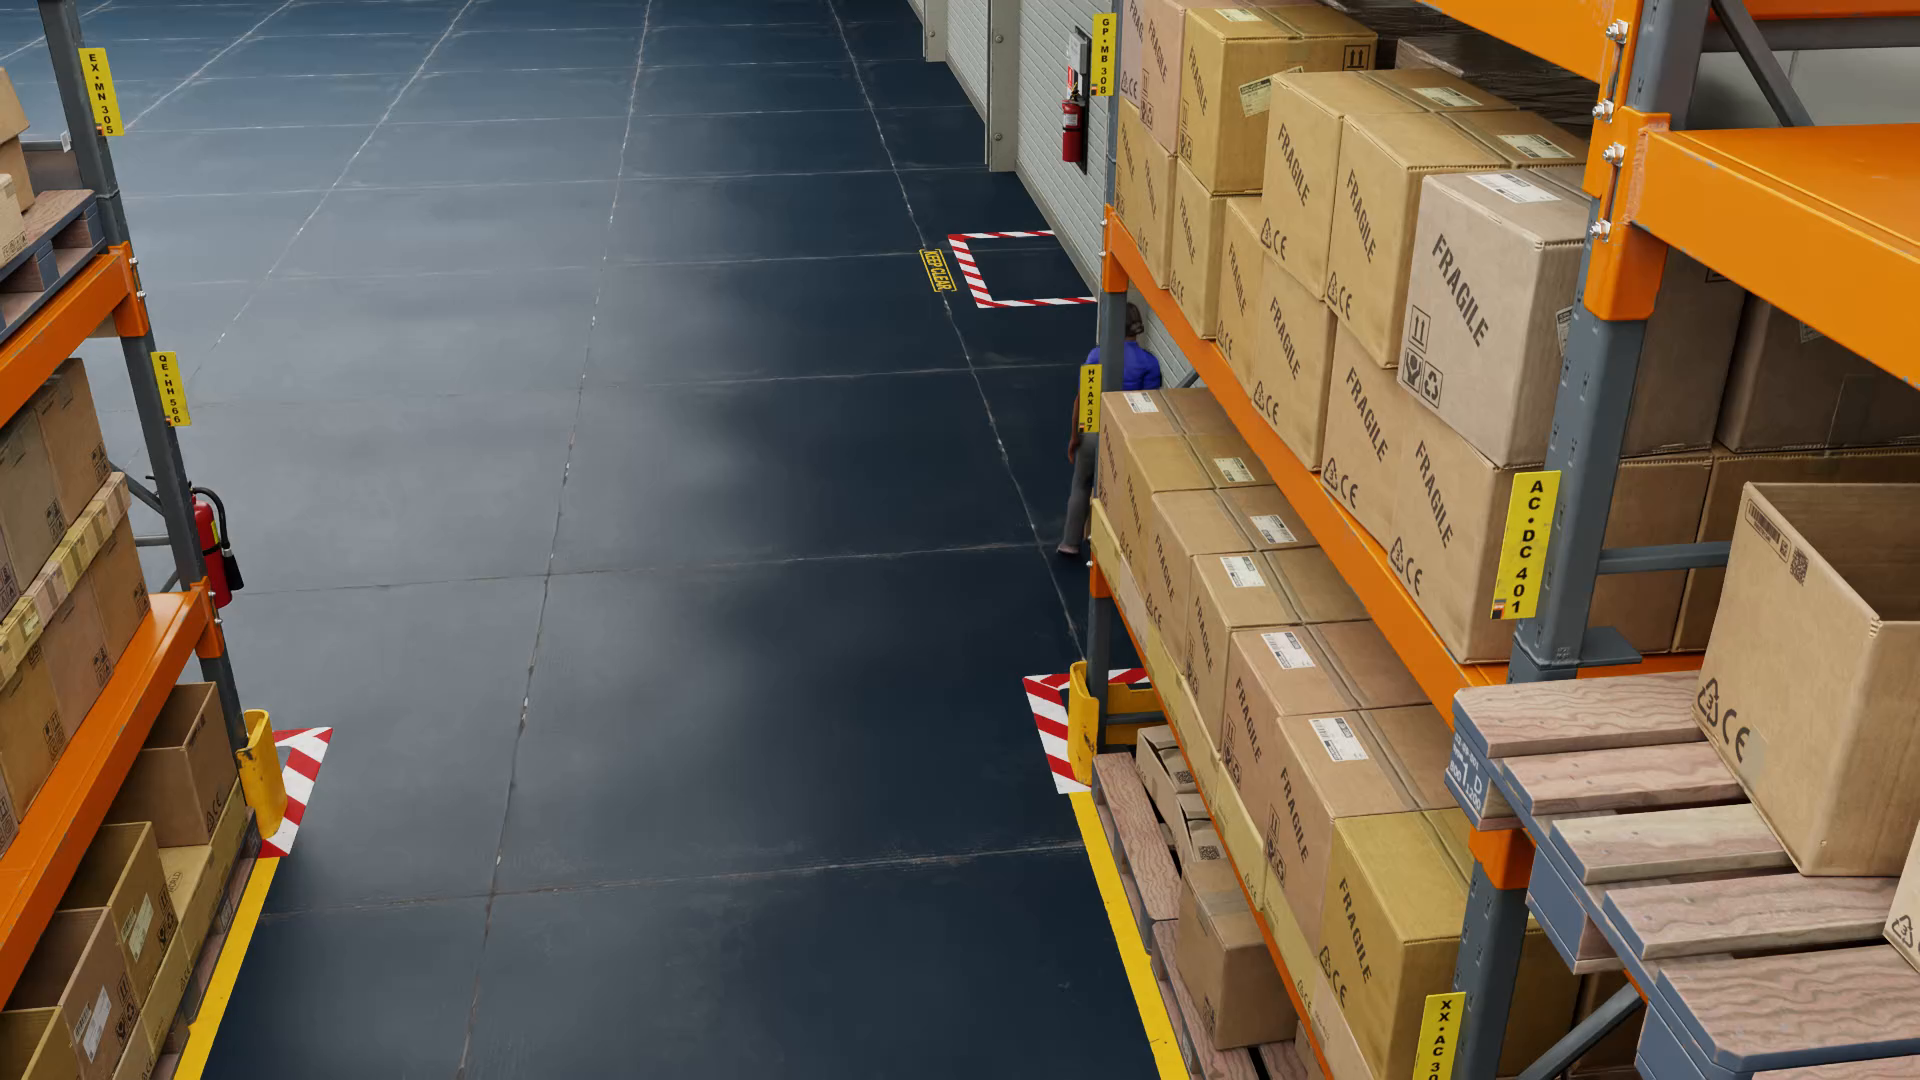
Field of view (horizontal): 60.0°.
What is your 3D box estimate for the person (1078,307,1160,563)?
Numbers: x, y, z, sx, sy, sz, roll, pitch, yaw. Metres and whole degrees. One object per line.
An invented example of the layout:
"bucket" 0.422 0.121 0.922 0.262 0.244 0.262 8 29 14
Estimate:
"person" 0.983 -0.558 9.721 0.585 1.694 0.543 -4 28 -7
